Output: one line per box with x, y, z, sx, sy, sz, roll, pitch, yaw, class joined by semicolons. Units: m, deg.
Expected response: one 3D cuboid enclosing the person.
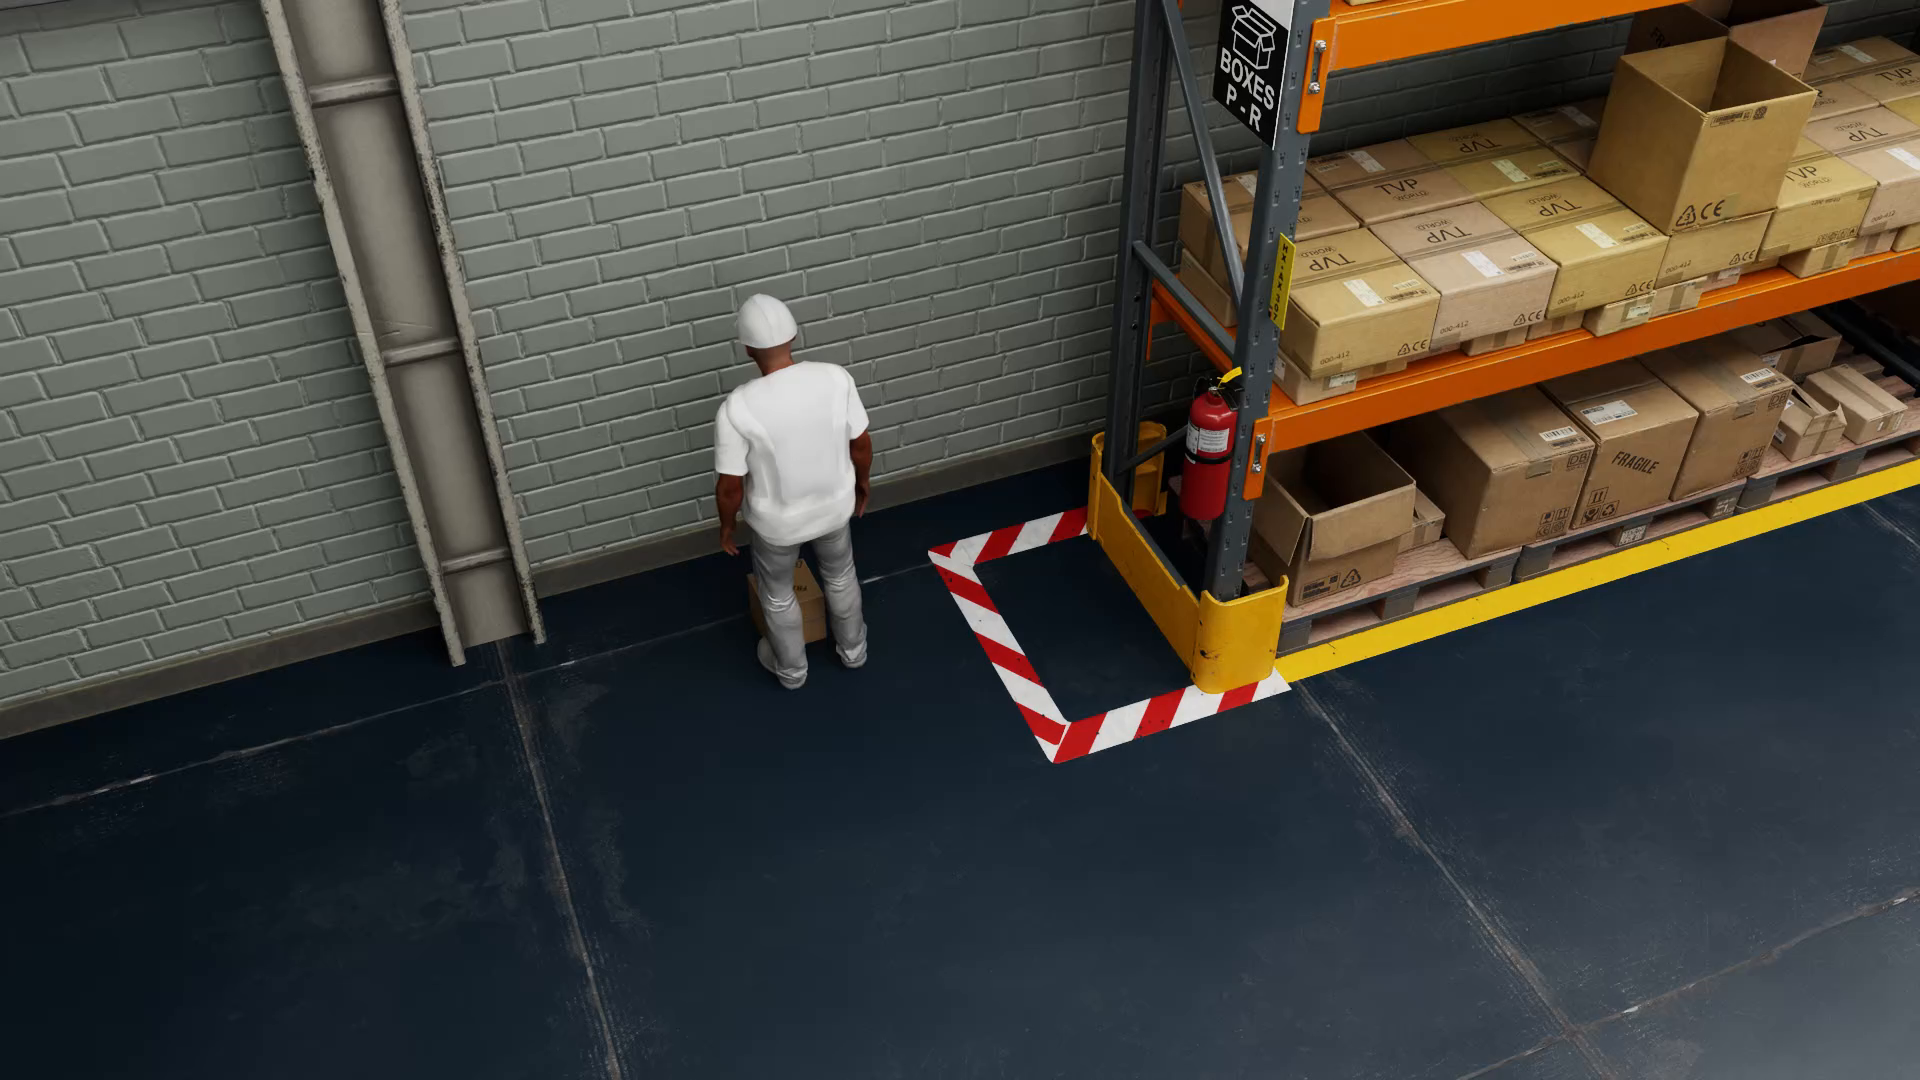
-0.628;-0.149;6.315;0.629;1.759;0.460;-18;44;-19;person
